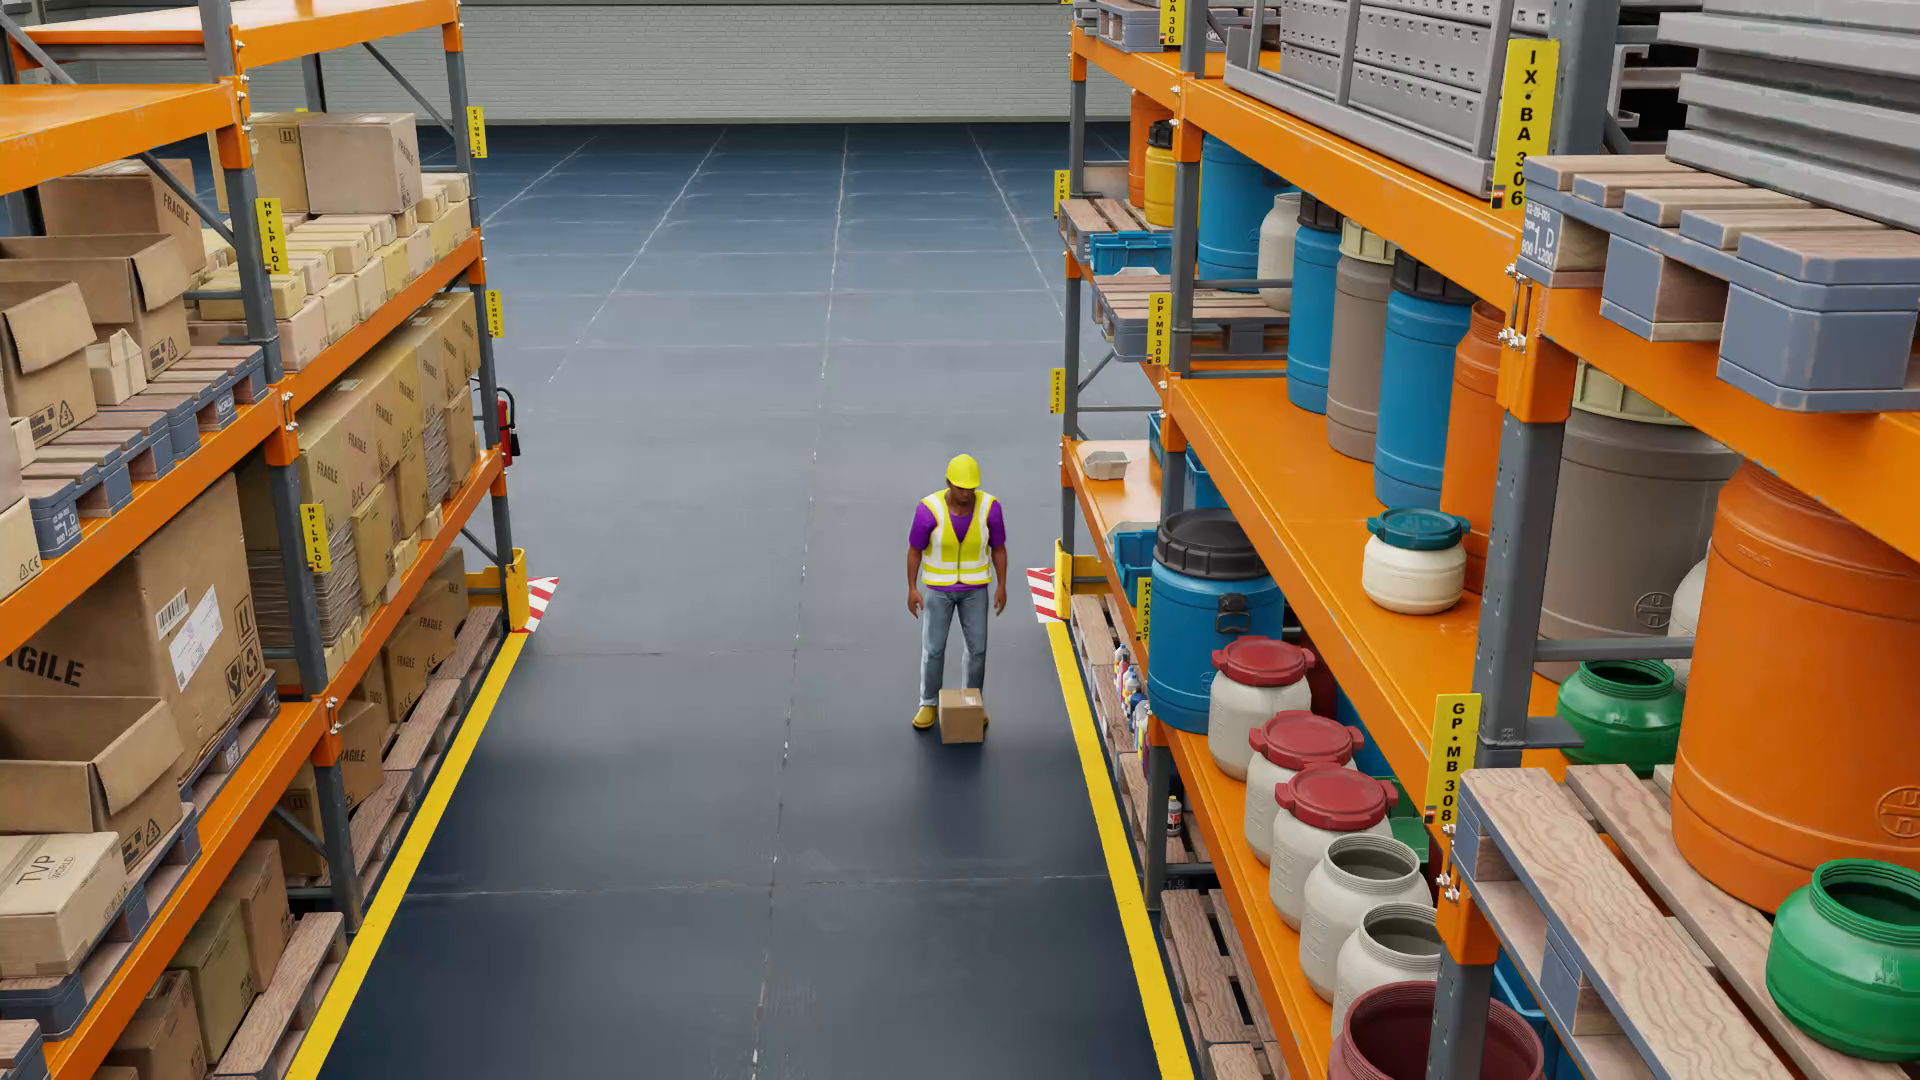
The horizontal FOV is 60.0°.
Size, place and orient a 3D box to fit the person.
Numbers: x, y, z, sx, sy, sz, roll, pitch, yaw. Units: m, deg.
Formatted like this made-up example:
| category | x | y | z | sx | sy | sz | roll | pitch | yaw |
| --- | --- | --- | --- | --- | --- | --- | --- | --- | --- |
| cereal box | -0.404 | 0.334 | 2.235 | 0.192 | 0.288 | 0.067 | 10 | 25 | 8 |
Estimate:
| category | x | y | z | sx | sy | sz | roll | pitch | yaw |
| --- | --- | --- | --- | --- | --- | --- | --- | --- | --- |
| person | -0.015 | 0.302 | 10.233 | 0.629 | 1.759 | 0.461 | -2 | 20 | -6 |
